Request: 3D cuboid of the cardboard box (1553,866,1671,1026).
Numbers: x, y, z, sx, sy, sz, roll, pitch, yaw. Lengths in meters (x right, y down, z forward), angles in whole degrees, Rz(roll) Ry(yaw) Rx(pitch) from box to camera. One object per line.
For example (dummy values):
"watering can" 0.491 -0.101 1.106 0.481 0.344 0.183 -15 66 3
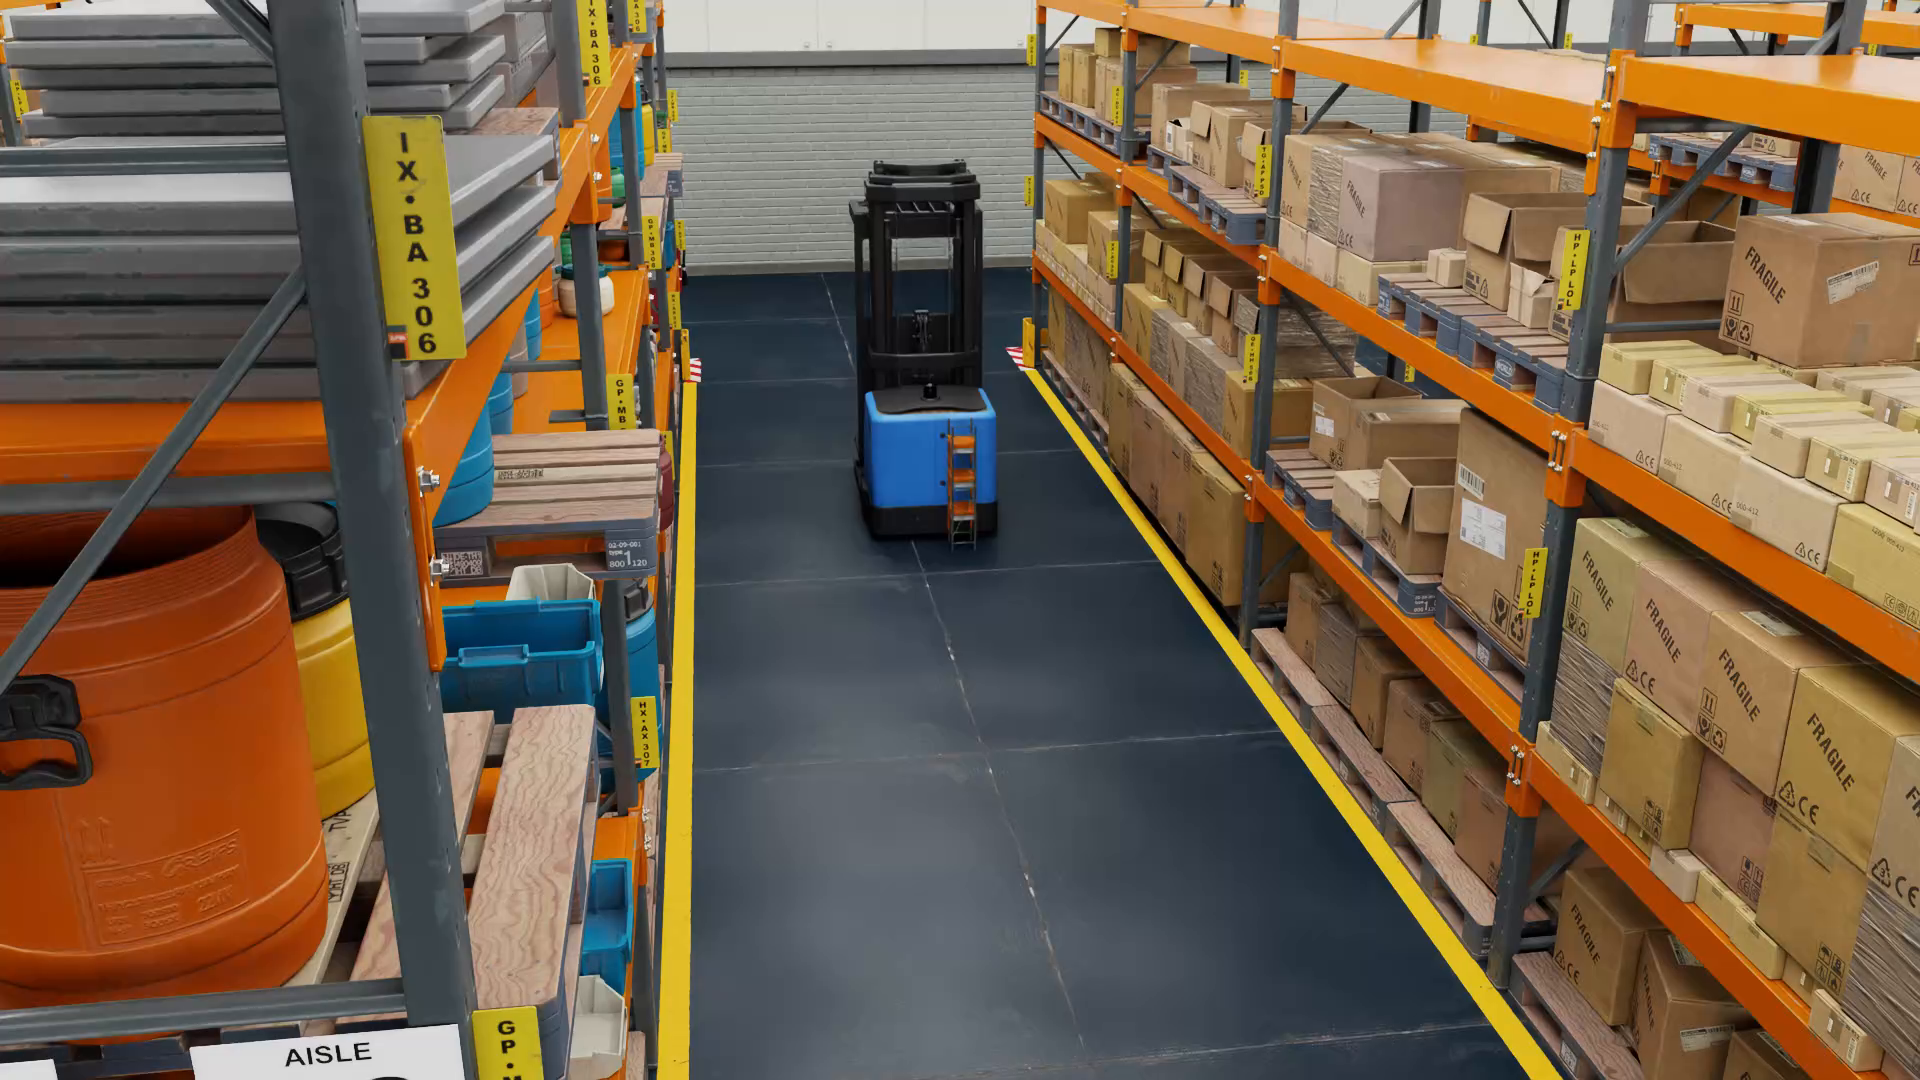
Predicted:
"cardboard box" 3.069 1.818 7.534 0.500 0.500 0.500 -4 21 -9

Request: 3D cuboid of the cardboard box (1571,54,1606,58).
"cardboard box" 6.704 -5.057 17.613 0.380 0.149 0.250 -3 21 -7

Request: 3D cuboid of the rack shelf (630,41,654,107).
"rack shelf" -2.715 -3.411 11.586 1.077 0.370 4.000 -3 21 -8

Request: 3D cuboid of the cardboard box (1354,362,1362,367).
"cardboard box" 2.597 -1.089 12.202 0.500 0.500 0.500 -3 21 -9

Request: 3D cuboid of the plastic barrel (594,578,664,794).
"plastic barrel" -1.606 0.569 7.189 0.600 0.901 0.708 -3 21 -8

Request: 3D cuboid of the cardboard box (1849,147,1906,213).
"cardboard box" 6.978 -2.706 12.245 0.500 0.500 0.500 -3 21 -8

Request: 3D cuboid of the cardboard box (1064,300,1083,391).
"cardboard box" 1.624 -2.120 17.543 0.875 0.875 0.875 -3 21 -8

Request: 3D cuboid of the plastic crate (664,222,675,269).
"plastic crate" -3.347 -3.140 17.700 0.616 0.435 0.499 -3 21 -8

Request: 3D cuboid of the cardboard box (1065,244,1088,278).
"cardboard box" 1.354 -2.807 16.733 0.500 0.250 0.500 -3 21 -9

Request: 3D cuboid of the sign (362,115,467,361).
"sign" -0.729 -0.401 2.227 0.100 0.325 0.005 -3 21 -8

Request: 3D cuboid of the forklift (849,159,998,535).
"forklift" -0.382 -1.887 14.580 1.130 2.935 3.031 -2 21 -7

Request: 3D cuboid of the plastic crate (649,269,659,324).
"plastic crate" -2.884 -2.197 15.134 0.402 0.464 0.583 -3 21 -8

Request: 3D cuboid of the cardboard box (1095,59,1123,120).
"cardboard box" 1.652 -4.217 15.546 0.700 0.500 0.500 -2 21 -5

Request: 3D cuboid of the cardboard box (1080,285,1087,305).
"cardboard box" 1.381 -2.394 16.199 0.380 0.149 0.250 -3 21 -7

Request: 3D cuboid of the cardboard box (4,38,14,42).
"cardboard box" -8.246 -4.174 14.745 0.700 0.500 0.500 -3 21 -8

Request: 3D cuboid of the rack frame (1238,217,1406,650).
"rack frame" 2.474 -0.682 11.255 1.000 3.000 0.127 -3 21 -8

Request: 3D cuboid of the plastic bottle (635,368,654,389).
"plastic bottle" -2.449 -1.211 12.848 0.152 0.276 0.135 -3 21 -8

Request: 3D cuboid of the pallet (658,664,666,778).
"pallet" -2.354 1.144 10.350 1.003 0.211 1.213 -3 21 -8

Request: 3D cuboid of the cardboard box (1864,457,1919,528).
"cardboard box" 3.089 -0.154 5.198 0.380 0.149 0.250 -2 21 -6

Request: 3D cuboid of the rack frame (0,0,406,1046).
"rack frame" -1.271 -0.473 2.121 0.949 2.616 0.053 -3 21 -8

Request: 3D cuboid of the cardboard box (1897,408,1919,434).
"cardboard box" 3.483 -0.354 5.733 0.380 0.149 0.250 -2 21 -6

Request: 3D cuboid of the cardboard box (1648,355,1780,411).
"cardboard box" 2.898 -0.602 6.398 0.380 0.149 0.250 -4 21 -10

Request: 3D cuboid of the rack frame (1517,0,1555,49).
"rack frame" 6.240 -6.477 18.197 0.949 2.616 0.053 -3 21 -8

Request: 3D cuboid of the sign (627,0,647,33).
"sign" -1.884 -3.121 9.673 0.100 0.325 0.005 -3 21 -8

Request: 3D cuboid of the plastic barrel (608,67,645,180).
"plastic barrel" -2.606 -3.071 12.046 0.600 0.901 0.708 -3 21 -8

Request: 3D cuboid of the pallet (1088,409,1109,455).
"pallet" 1.865 -1.028 16.166 1.003 0.211 1.213 -3 21 -8

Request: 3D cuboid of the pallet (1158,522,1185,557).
"pallet" 2.262 -0.074 13.612 1.003 0.211 1.213 -3 21 -8

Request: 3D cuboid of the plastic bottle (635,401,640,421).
"plastic bottle" -2.278 -0.866 11.931 0.097 0.271 0.097 0 20 0

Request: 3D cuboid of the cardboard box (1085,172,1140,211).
"cardboard box" 1.651 -3.717 18.098 0.500 0.500 0.500 -3 21 -7

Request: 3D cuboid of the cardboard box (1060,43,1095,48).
"cardboard box" 1.449 -4.970 17.563 0.700 0.500 0.500 -4 21 -11

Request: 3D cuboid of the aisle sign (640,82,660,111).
"aisle sign" -3.301 -4.459 17.653 0.394 0.787 0.004 -3 21 -8

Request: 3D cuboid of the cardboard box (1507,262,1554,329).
"cardboard box" 2.816 -1.156 7.830 0.396 0.266 0.258 -2 21 -6

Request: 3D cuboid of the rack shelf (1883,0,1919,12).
"rack shelf" 11.416 -5.545 17.301 1.077 0.370 4.000 -3 21 -8

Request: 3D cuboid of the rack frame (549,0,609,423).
"rack frame" -1.851 -1.857 5.828 1.000 3.000 0.127 -3 21 -8

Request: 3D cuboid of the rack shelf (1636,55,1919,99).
"rack shelf" 3.339 -1.168 4.735 0.919 0.124 3.809 -3 21 -8

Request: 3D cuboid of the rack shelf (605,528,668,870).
"rack shelf" -2.139 0.597 8.858 1.077 0.370 4.000 -3 21 -8

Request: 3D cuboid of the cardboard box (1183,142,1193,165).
"cardboard box" 1.964 -3.028 13.008 0.380 0.149 0.250 -4 21 -10

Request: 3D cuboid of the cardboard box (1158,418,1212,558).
"cardboard box" 2.274 -0.432 13.023 1.225 0.875 0.875 -3 21 -8

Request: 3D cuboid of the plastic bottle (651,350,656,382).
"plastic bottle" -2.521 -1.428 13.323 0.144 0.351 0.185 -3 21 -8

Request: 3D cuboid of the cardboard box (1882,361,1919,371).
"cardboard box" 6.875 -1.263 12.146 0.380 0.149 0.250 -2 21 -7

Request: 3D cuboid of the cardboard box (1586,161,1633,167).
"cardboard box" 6.792 -3.638 17.171 0.500 0.500 0.500 -4 21 -10

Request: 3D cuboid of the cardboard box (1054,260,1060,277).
"cardboard box" 1.196 -2.839 17.389 0.380 0.149 0.250 -3 21 -9

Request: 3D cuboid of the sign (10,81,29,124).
"sign" -7.357 -3.430 13.022 0.100 0.325 0.005 -3 21 -8

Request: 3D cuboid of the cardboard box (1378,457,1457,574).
"cardboard box" 2.709 -0.138 9.050 0.797 0.503 0.637 -1 20 -2

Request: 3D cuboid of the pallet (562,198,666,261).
"pallet" -2.441 -2.019 10.816 1.003 0.211 1.213 -3 21 -8

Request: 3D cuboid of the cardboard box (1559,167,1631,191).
"cardboard box" 6.345 -3.442 16.648 0.500 0.500 0.500 -2 21 -6

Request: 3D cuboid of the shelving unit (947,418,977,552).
"shelving unit" 0.016 -0.442 13.400 0.215 1.050 0.252 -2 21 -7

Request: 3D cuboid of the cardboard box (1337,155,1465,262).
"cardboard box" 2.436 -1.843 9.218 0.500 0.500 0.500 -4 21 -9

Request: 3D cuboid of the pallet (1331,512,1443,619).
"pallet" 2.800 0.091 9.459 1.003 0.211 1.213 -3 21 -8

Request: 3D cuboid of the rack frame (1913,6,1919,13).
"rack frame" 11.131 -6.762 18.960 0.949 2.616 0.053 -3 21 -8

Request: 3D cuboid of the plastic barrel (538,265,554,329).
"plastic barrel" -2.429 -1.517 8.589 0.600 0.830 0.708 -3 21 -8

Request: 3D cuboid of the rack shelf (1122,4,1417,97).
"rack shelf" 2.186 -3.660 12.255 1.077 0.370 4.000 -3 21 -8

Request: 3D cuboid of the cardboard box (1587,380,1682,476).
"cardboard box" 2.862 -0.463 6.596 0.500 0.250 0.500 -4 21 -10

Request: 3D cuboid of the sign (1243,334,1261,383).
"sign" 1.925 -1.195 10.974 0.100 0.325 0.005 -3 21 -8

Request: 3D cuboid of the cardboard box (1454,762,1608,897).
"cardboard box" 2.984 1.454 8.479 0.700 0.500 0.500 -5 21 -12

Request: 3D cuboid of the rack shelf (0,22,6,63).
"rack shelf" -7.618 -3.162 10.921 1.077 0.370 4.000 -3 21 -8

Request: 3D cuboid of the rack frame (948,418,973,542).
"rack frame" 0.001 -0.485 13.513 0.200 1.050 0.008 -2 21 -7

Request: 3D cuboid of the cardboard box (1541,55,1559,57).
"cardboard box" 6.085 -5.028 17.534 0.380 0.149 0.250 -3 21 -7

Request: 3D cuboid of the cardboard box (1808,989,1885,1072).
"cardboard box" 3.062 1.603 5.495 0.380 0.149 0.250 -3 21 -8
